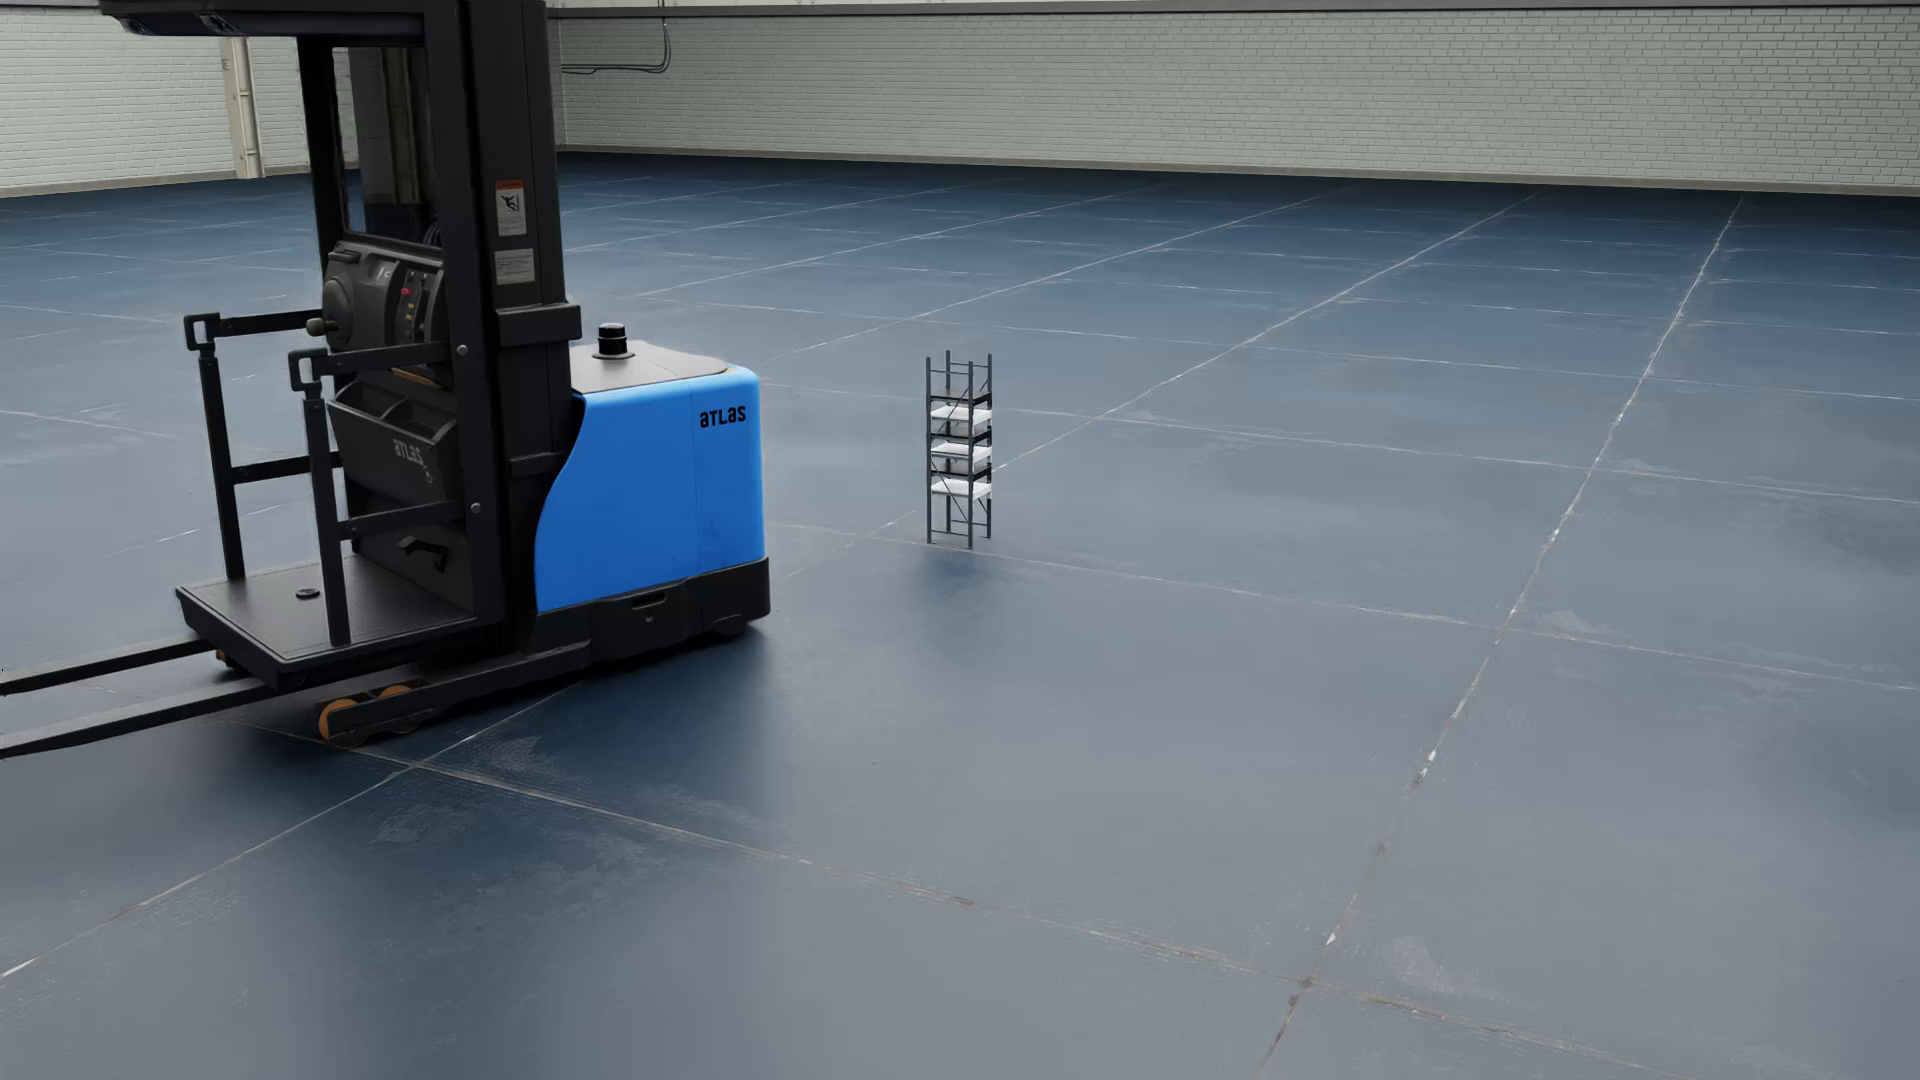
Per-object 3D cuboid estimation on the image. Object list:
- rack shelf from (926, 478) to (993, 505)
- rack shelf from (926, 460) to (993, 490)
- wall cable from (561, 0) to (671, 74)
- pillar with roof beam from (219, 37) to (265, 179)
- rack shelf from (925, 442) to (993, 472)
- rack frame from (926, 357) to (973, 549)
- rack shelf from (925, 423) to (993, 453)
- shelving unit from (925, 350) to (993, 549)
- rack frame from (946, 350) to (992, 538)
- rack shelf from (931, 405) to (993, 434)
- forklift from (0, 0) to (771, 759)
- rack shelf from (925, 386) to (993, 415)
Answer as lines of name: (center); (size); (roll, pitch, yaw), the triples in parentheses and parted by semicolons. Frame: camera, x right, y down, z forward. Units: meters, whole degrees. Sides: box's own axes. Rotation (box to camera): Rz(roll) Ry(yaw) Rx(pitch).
rack shelf: (-0.004, -0.225, 7.950); (0.258, 0.077, 0.200); (8, 18, 25)
rack shelf: (-0.004, -0.311, 7.924); (0.258, 0.077, 0.200); (8, 18, 25)
wall cable: (-7.650, -11.485, 36.341); (3.097, 2.526, 0.112); (8, 18, 25)
pillar with roof beam: (-8.979, -10.315, 26.950); (9.100, 9.000, 0.400); (8, 18, 25)
rack shelf: (-0.004, -0.397, 7.899); (0.258, 0.077, 0.200); (8, 18, 25)
rack frame: (-0.049, -0.403, 7.802); (0.240, 0.900, 0.006); (8, 18, 25)
rack shelf: (-0.004, -0.484, 7.873); (0.258, 0.077, 0.200); (8, 18, 25)
shelving unit: (-0.004, -0.429, 7.889); (0.258, 0.900, 0.210); (8, 18, 25)
rack frame: (0.042, -0.455, 7.976); (0.240, 0.900, 0.006); (8, 18, 25)
rack shelf: (-0.004, -0.570, 7.848); (0.258, 0.077, 0.200); (8, 18, 25)
forklift: (-2.208, -0.864, 5.785); (3.031, 2.935, 1.130); (-14, 22, -40)
rack shelf: (-0.004, -0.656, 7.822); (0.258, 0.077, 0.200); (8, 18, 25)
